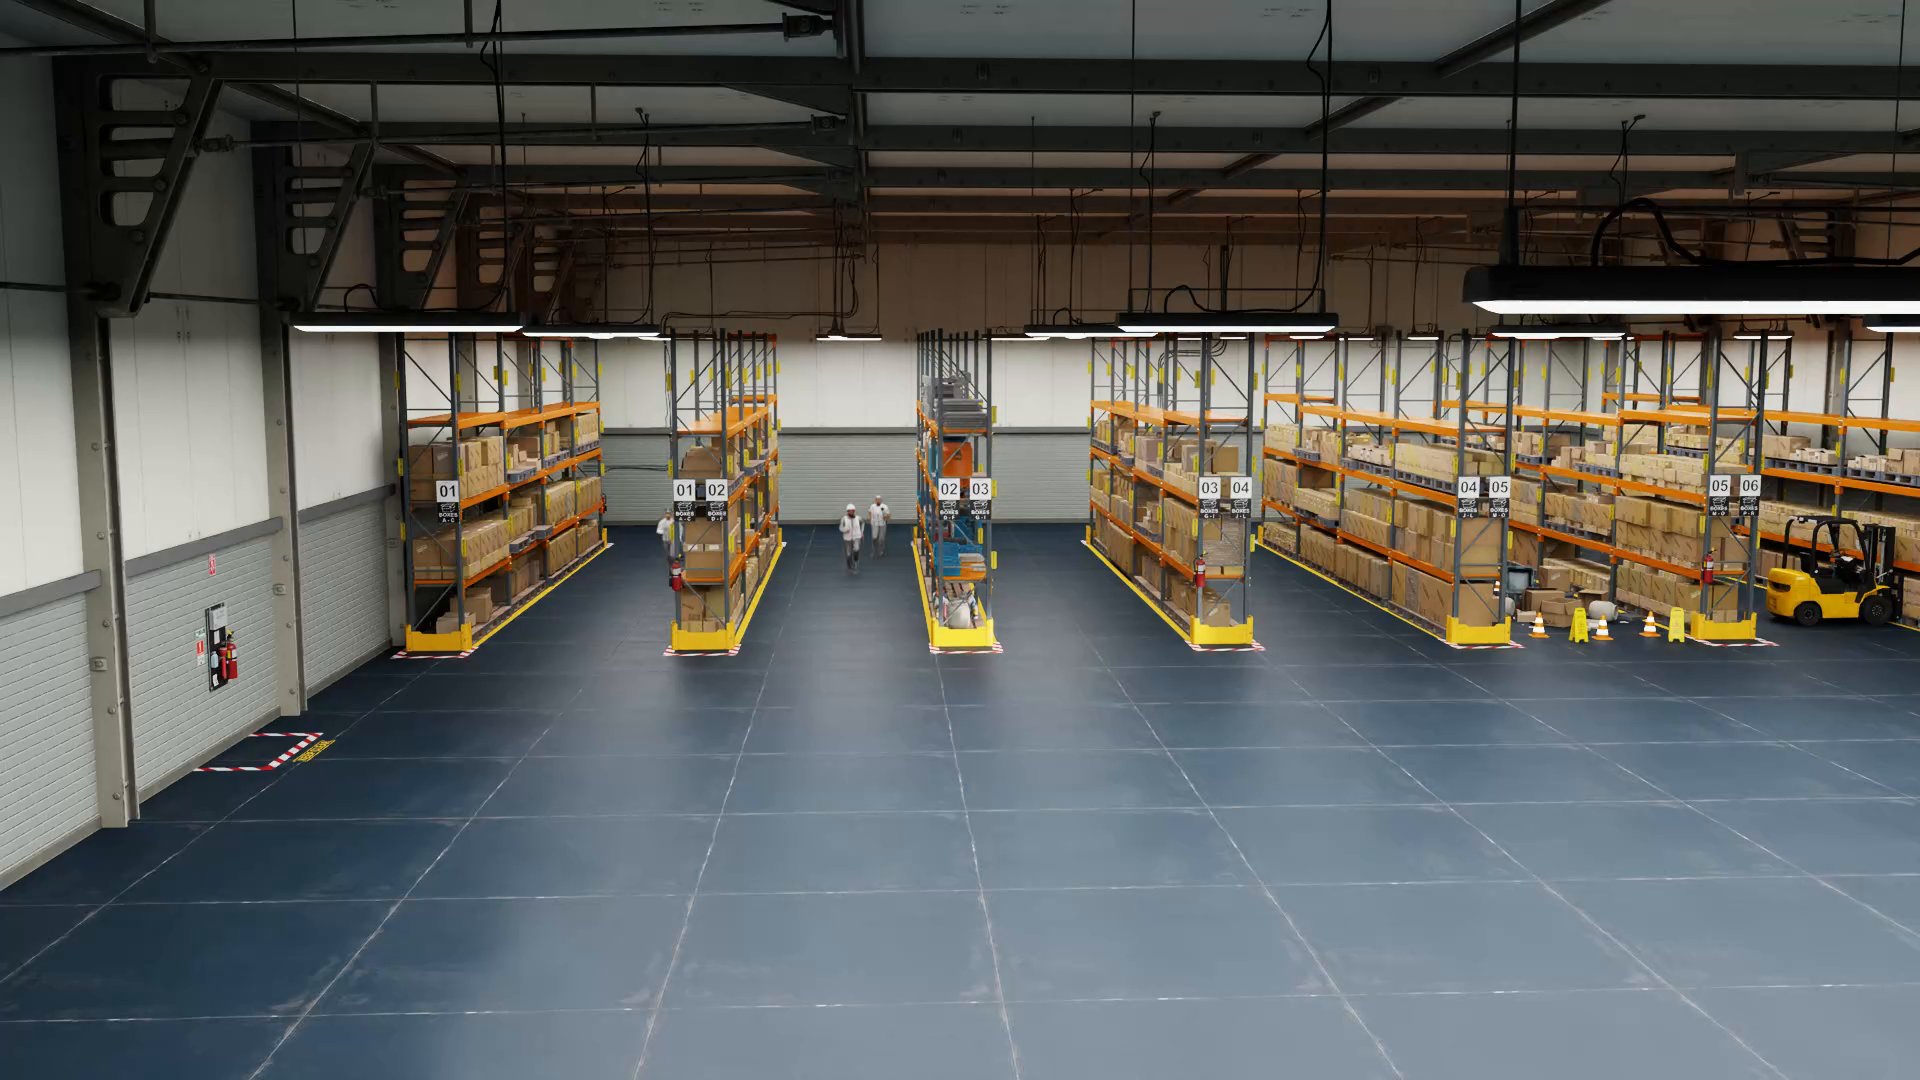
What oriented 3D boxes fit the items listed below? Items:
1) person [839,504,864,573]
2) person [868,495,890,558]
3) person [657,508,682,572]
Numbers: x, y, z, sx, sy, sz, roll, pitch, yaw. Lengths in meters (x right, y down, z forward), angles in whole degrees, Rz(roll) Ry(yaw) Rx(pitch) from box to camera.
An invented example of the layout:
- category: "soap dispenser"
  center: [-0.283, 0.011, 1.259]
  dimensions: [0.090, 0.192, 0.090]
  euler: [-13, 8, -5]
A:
- category: "person"
  center: [-2.669, -0.025, 41.015]
  dimensions: [0.613, 1.740, 0.836]
  euler: [0, 7, -3]
- category: "person"
  center: [-2.171, -0.362, 44.772]
  dimensions: [0.602, 1.702, 0.708]
  euler: [0, 7, -2]
- category: "person"
  center: [-7.149, -0.013, 40.888]
  dimensions: [0.554, 1.568, 0.806]
  euler: [0, 7, 3]
